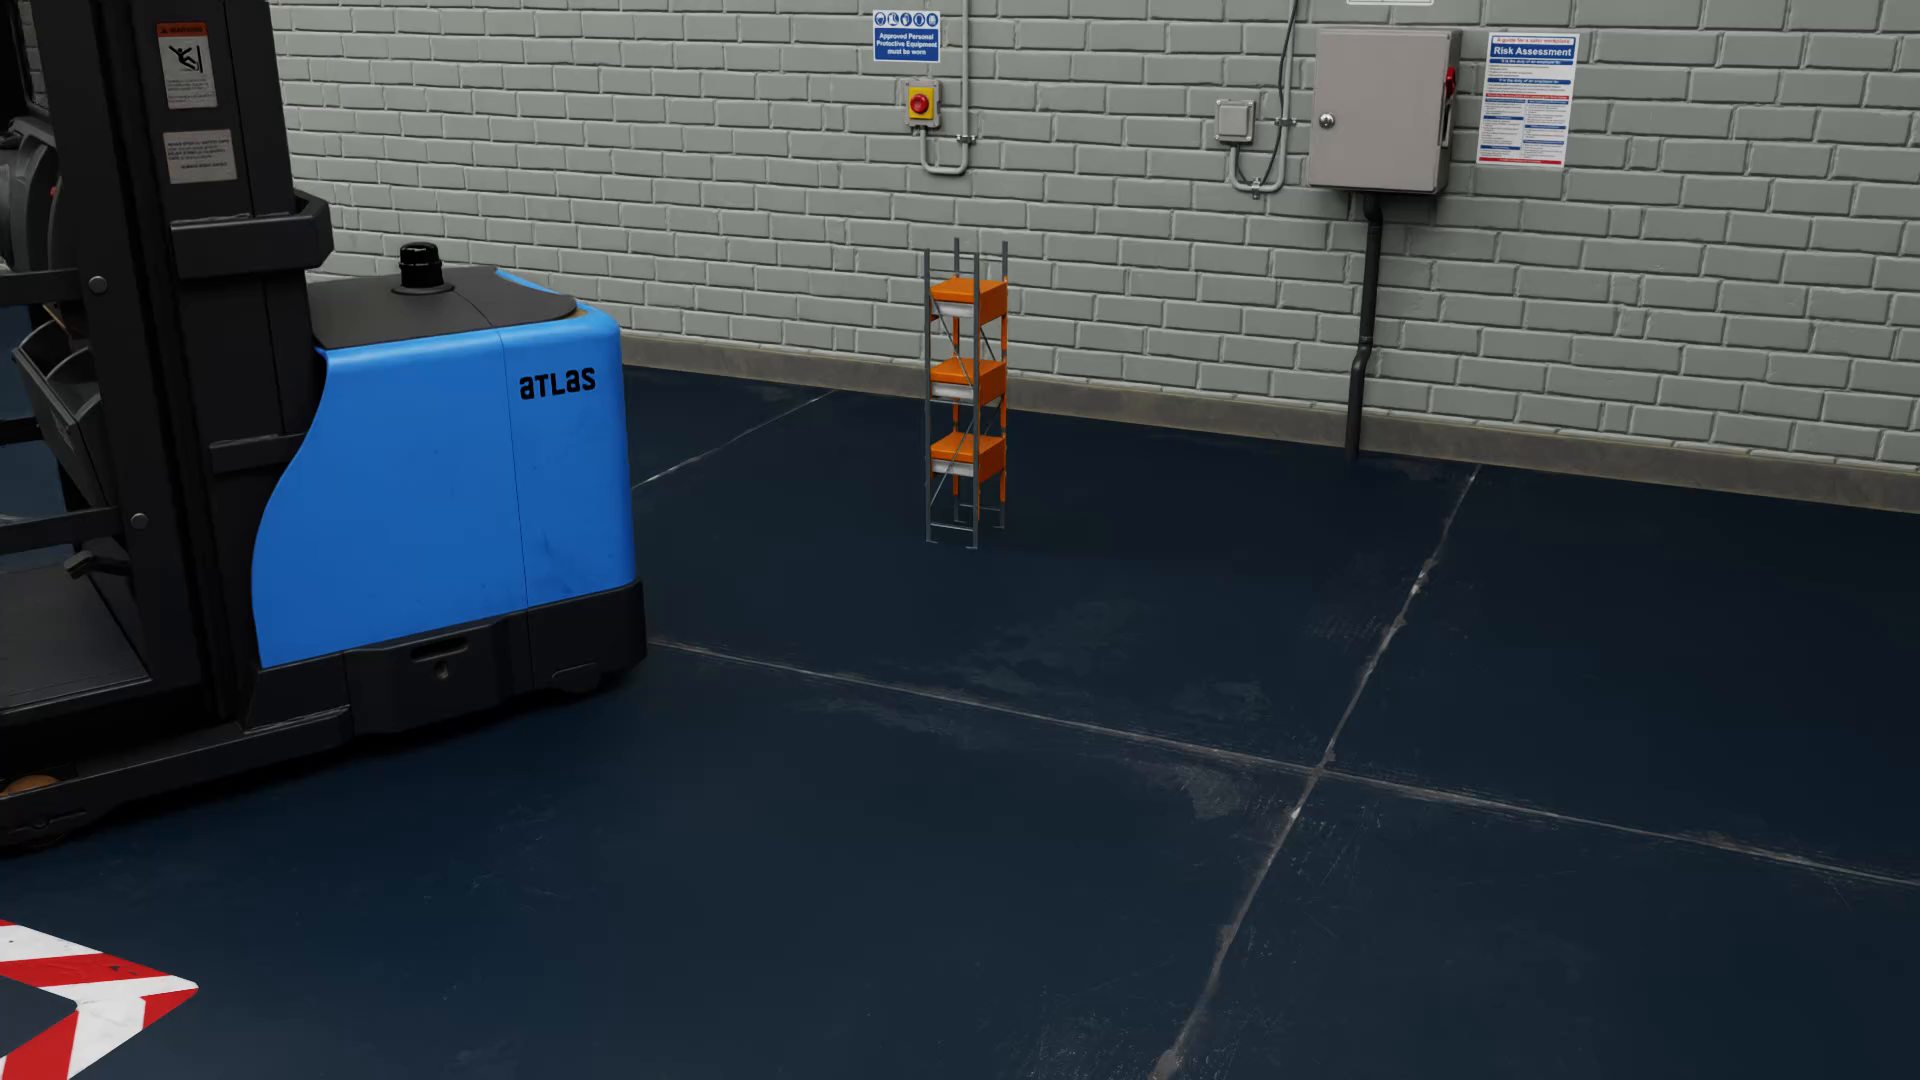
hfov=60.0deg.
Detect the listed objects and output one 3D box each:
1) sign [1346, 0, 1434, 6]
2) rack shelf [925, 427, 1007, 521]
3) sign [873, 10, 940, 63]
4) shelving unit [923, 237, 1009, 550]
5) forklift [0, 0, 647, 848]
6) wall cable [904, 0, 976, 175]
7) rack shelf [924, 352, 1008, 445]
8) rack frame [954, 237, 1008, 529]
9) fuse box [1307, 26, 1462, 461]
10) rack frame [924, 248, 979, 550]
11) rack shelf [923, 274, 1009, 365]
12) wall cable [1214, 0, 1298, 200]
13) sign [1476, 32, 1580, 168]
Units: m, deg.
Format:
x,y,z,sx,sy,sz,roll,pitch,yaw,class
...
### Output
x,y,z,sx,sy,sz,roll,pitch,yaw,class
1.673,-2.198,6.439,0.339,0.242,0.001,9,21,23,sign
0.022,-0.239,5.936,0.215,0.259,0.240,9,21,23,rack shelf
-0.237,-2.223,7.340,0.327,0.218,0.001,9,21,23,sign
0.022,-0.511,5.839,0.215,1.050,0.252,9,21,23,shelving unit
-2.402,-0.818,3.895,3.031,2.935,1.130,-13,24,-33,forklift
-0.218,-2.564,7.138,0.585,1.953,0.123,9,21,23,wall cable
0.022,-0.501,5.842,0.215,0.259,0.240,9,21,23,rack shelf
0.072,-0.548,5.944,0.200,1.050,0.008,9,21,23,rack frame
1.639,-1.131,6.594,0.539,1.711,0.414,9,21,23,fuse box
-0.028,-0.474,5.734,0.200,1.050,0.008,9,21,23,rack frame
0.022,-0.768,5.747,0.215,0.259,0.240,9,21,23,rack shelf
1.081,-2.358,6.606,0.588,1.984,0.122,9,21,23,wall cable
2.174,-1.688,6.381,0.329,0.494,0.001,9,21,23,sign
